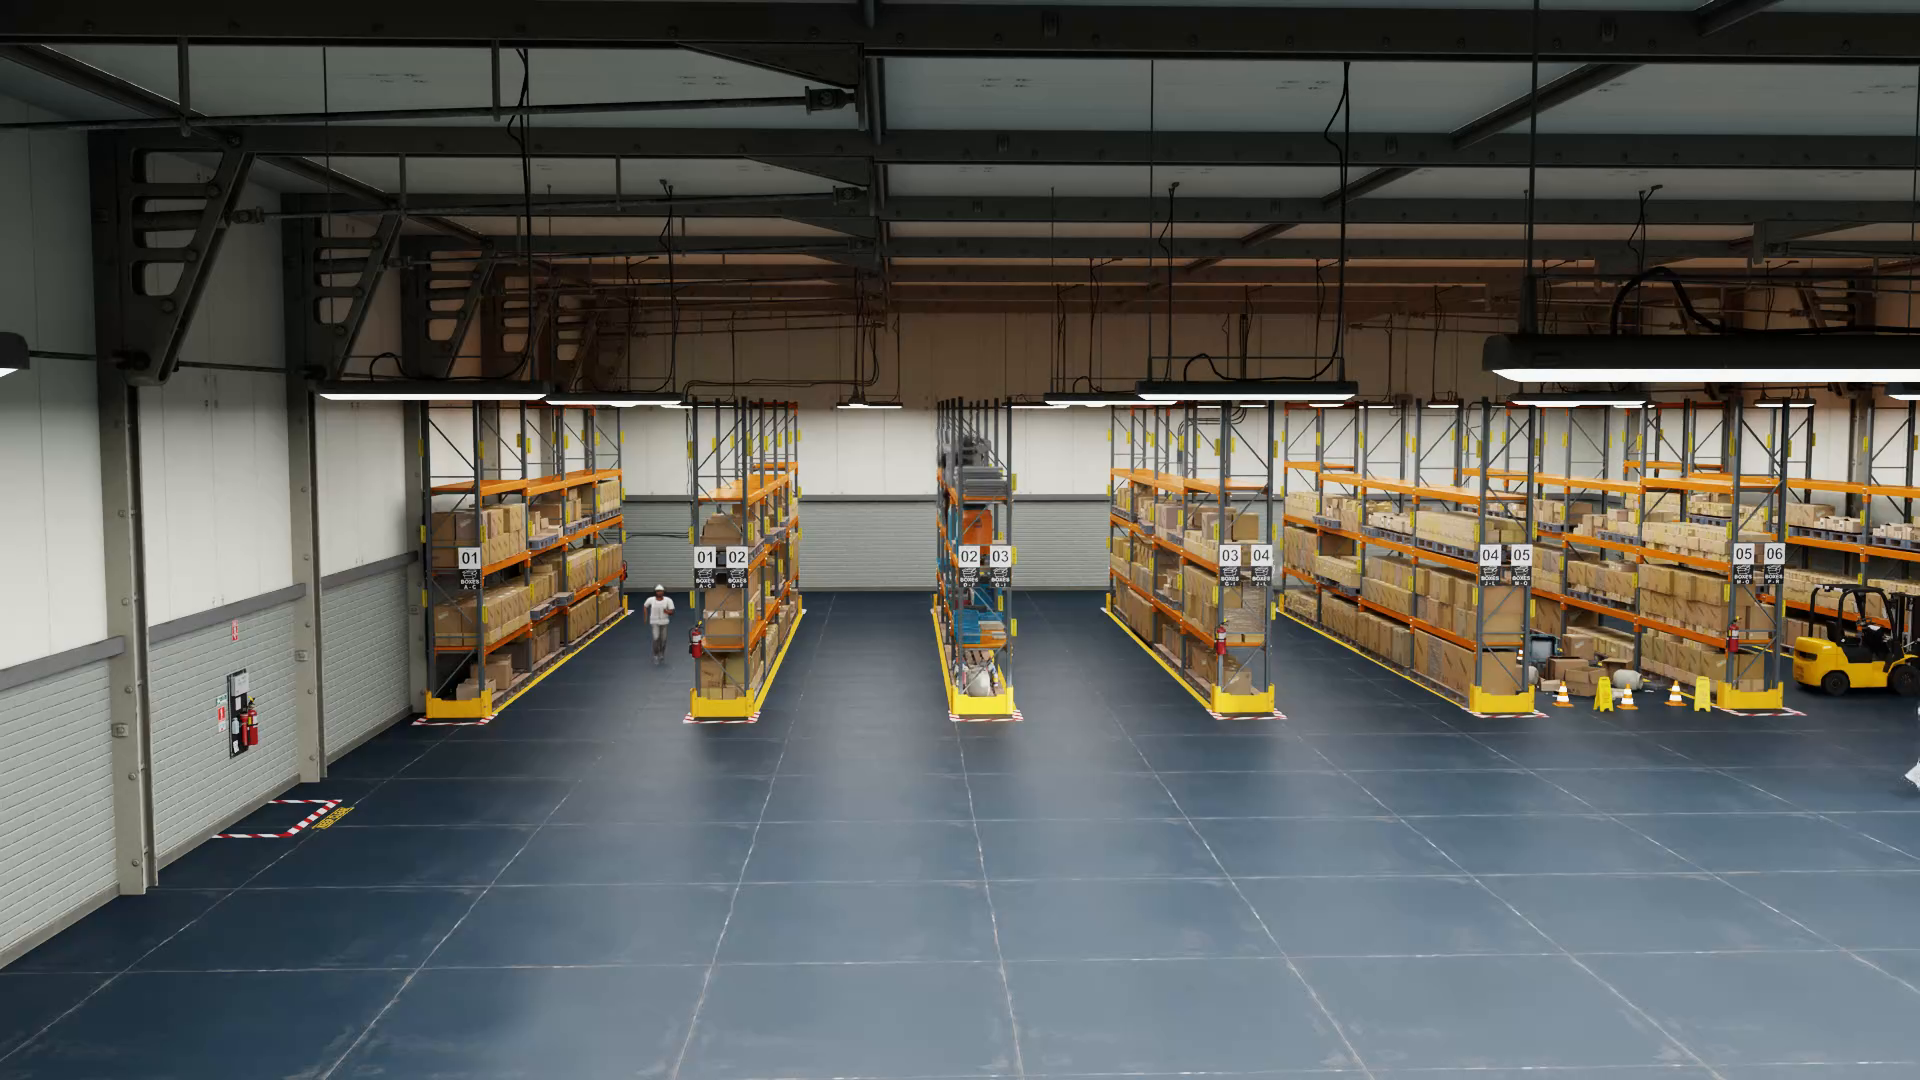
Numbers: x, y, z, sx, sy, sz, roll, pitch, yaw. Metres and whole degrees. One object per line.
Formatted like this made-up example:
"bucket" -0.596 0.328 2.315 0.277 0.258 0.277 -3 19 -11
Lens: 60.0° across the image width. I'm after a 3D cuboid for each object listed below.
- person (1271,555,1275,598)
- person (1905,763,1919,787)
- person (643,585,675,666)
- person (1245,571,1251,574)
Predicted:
"person" 9.022 1.161 48.663 0.557 1.676 0.649 -2 5 -25
"person" 14.578 2.907 24.580 1.042 1.784 0.695 3 6 37
"person" -6.817 1.927 37.730 0.672 1.831 0.777 -1 5 -16
"person" 7.922 1.203 47.640 0.787 1.734 0.569 3 5 37
